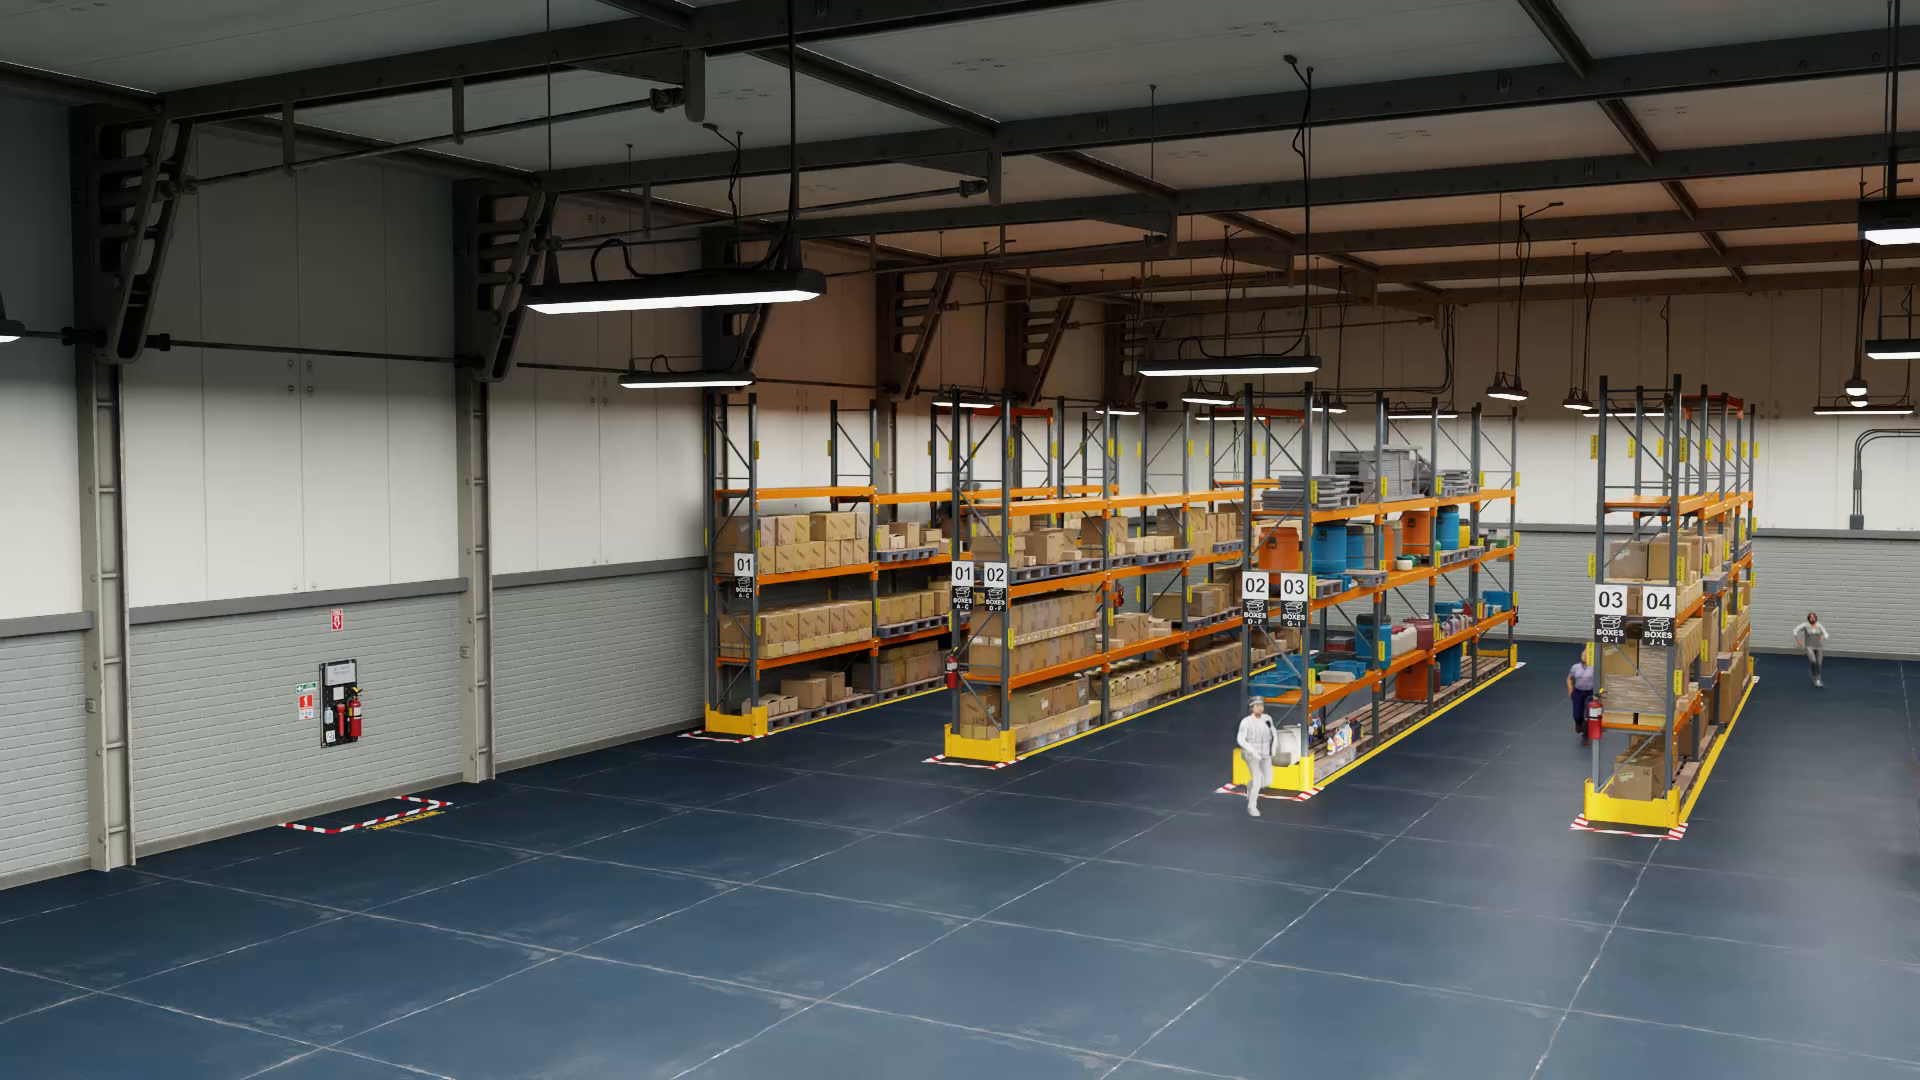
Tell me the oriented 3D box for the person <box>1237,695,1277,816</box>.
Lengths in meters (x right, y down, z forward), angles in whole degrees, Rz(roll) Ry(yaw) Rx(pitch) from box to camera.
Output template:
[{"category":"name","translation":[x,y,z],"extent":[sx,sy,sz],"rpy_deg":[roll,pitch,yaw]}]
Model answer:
[{"category":"person","translation":[4.097,2.953,22.852],"extent":[0.641,1.661,0.615],"rpy_deg":[-1,3,-17]}]

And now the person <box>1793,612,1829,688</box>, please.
[{"category":"person","translation":[17.968,2.314,35.095],"extent":[0.646,1.591,0.634],"rpy_deg":[1,3,12]}]

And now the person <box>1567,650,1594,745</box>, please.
[{"category":"person","translation":[10.714,2.686,28.473],"extent":[0.614,1.592,0.575],"rpy_deg":[1,3,24]}]
